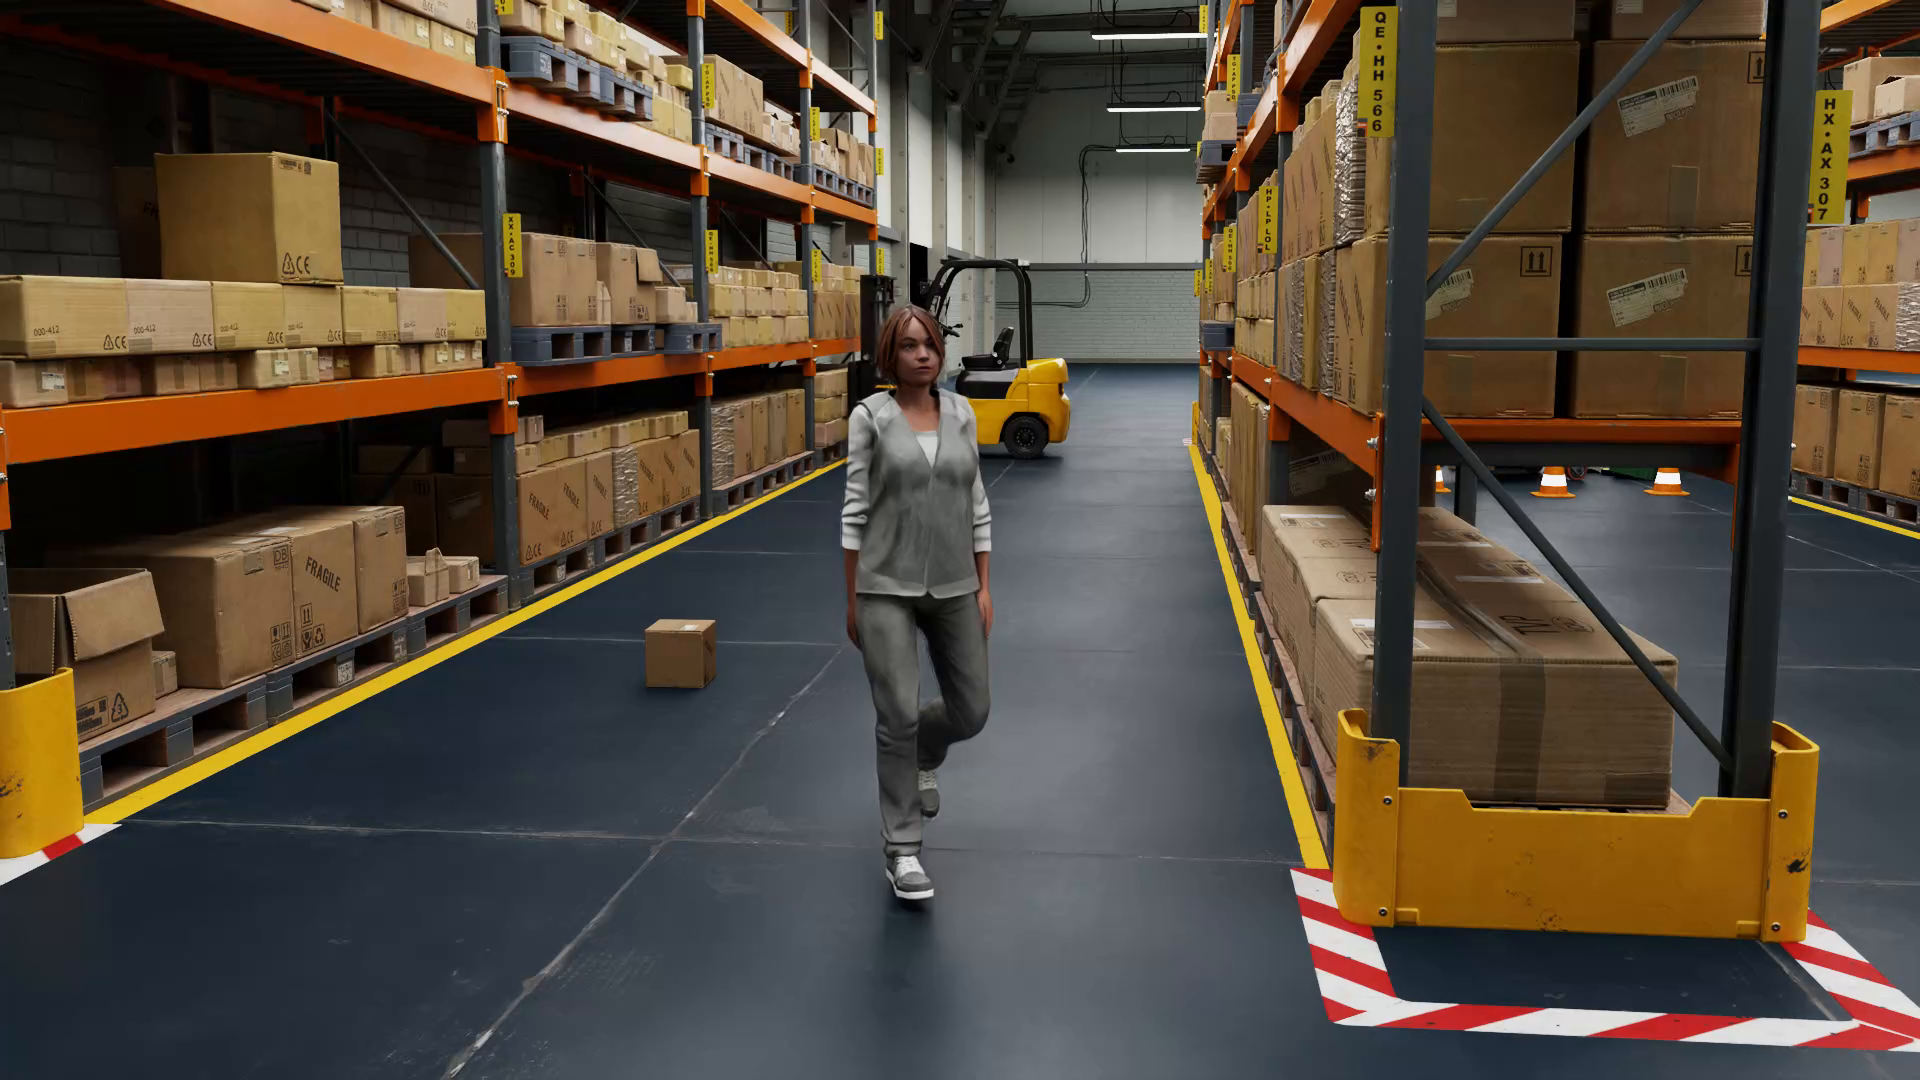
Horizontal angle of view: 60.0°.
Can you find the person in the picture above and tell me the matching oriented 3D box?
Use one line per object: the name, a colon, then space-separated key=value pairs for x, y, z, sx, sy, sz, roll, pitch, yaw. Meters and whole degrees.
person: x=-0.132 y=0.147 z=4.627 sx=0.423 sy=1.588 sz=0.619 roll=-3 pitch=8 yaw=-18
